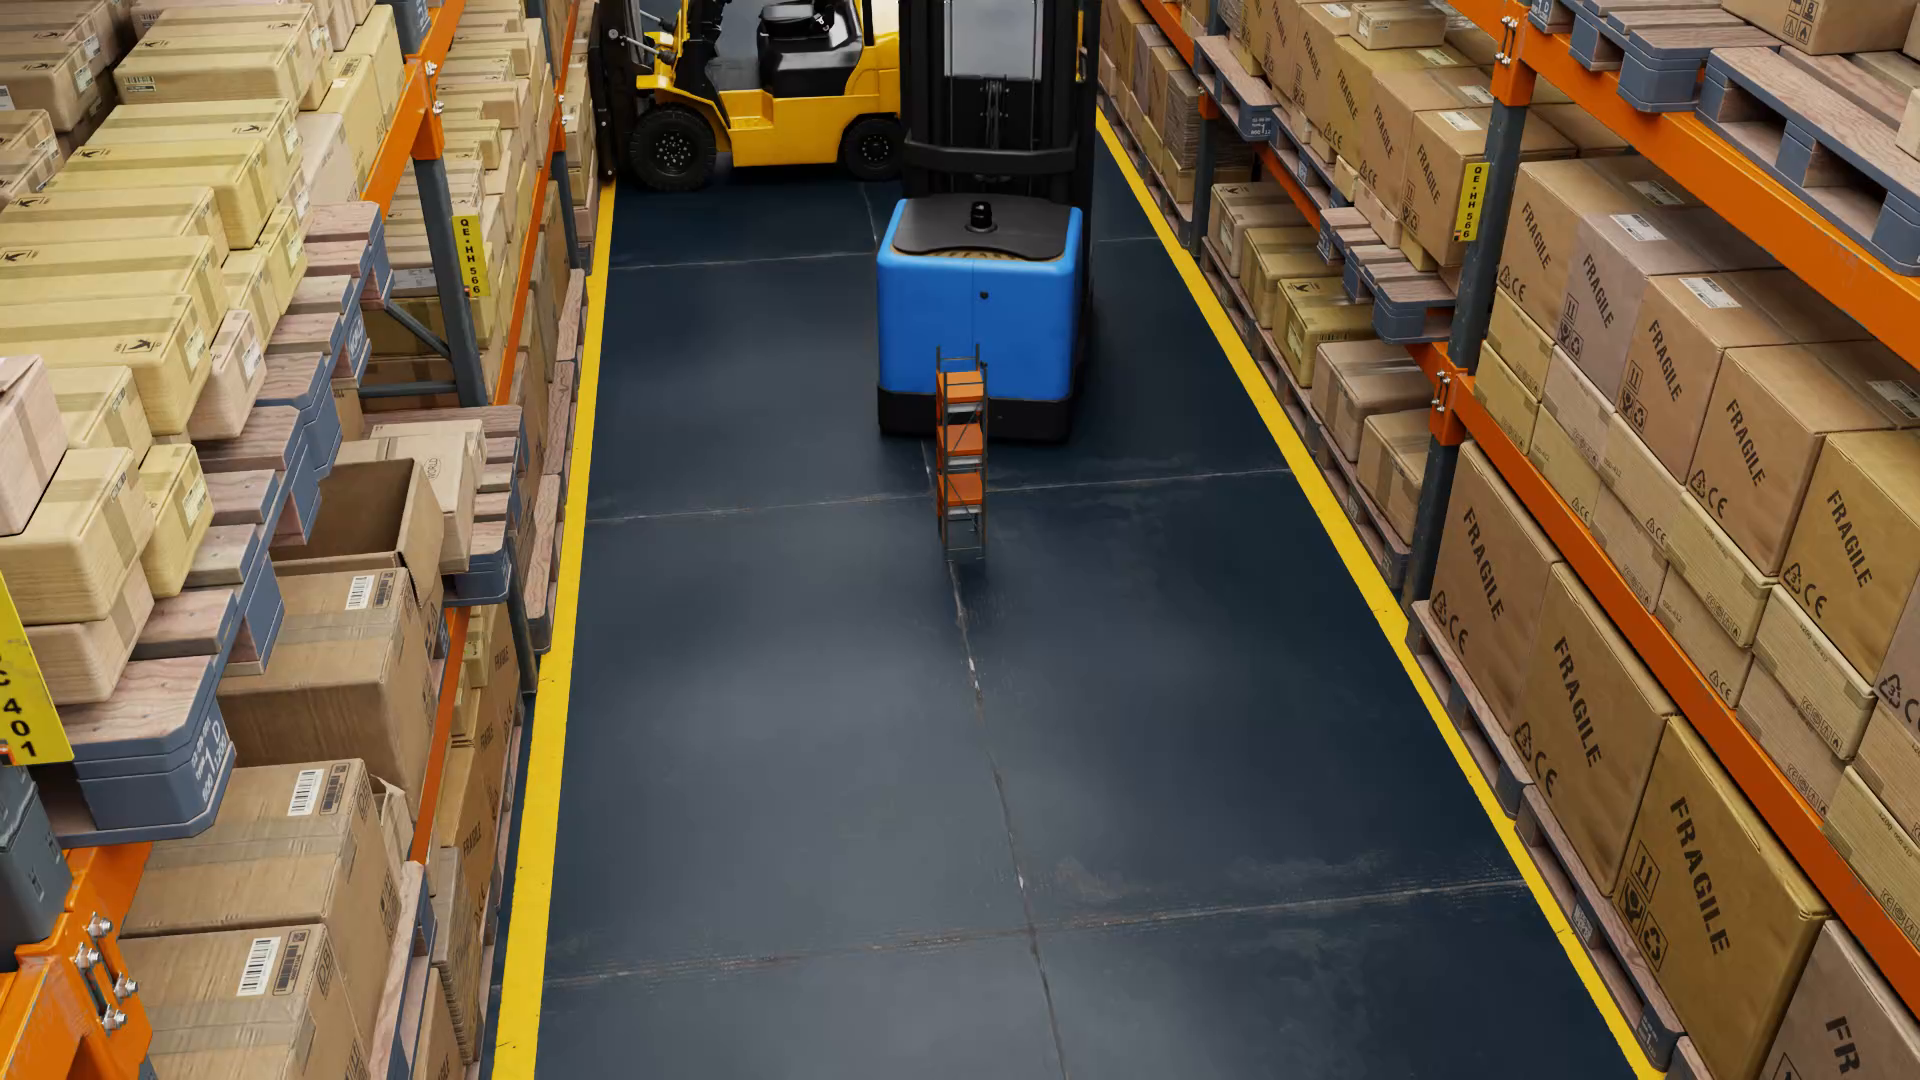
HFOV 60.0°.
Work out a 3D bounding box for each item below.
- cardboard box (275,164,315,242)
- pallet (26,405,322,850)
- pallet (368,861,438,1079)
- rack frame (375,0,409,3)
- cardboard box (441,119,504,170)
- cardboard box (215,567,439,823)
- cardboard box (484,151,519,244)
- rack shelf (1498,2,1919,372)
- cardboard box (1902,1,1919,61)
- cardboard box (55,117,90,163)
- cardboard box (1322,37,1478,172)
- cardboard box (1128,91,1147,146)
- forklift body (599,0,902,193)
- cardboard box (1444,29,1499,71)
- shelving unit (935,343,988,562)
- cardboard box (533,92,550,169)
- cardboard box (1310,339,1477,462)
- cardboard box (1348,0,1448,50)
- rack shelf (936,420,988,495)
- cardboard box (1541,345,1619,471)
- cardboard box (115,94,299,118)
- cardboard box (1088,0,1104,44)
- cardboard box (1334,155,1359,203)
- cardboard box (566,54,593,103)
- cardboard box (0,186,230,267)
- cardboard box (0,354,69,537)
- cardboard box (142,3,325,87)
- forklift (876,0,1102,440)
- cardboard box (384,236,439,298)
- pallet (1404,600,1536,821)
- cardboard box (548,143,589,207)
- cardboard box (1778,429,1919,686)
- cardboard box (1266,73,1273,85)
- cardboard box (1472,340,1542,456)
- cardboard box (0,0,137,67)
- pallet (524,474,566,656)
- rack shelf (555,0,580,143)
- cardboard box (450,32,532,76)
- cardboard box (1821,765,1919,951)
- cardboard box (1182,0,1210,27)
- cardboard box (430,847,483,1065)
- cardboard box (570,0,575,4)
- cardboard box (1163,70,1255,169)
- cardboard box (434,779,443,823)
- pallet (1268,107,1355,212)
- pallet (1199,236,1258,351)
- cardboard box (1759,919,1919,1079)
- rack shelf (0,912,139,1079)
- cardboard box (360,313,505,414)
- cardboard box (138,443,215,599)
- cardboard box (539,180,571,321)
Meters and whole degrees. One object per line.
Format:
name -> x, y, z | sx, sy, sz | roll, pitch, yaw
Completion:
cardboard box -> -1.692, -0.731, 3.757 | 0.380, 0.149, 0.250 | -4, 34, -5
pallet -> -1.832, 0.141, 2.883 | 1.213, 0.211, 1.003 | -4, 35, -6
pallet -> -1.813, 1.297, 3.853 | 1.003, 0.211, 1.213 | -4, 35, -6
rack frame -> -2.352, -3.039, 4.719 | 1.000, 3.000, 0.127 | -4, 35, -6
cardboard box -> -2.287, -1.789, 7.547 | 0.380, 0.149, 0.250 | -4, 34, -5
cardboard box -> -1.833, 0.443, 4.474 | 0.700, 0.500, 0.500 | -5, 35, -7
cardboard box -> -2.288, -1.544, 7.541 | 0.500, 0.250, 0.500 | -5, 35, -8
rack shelf -> 2.835, -0.764, 4.683 | 1.077, 0.370, 4.000 | -4, 35, -6
cardboard box -> 3.098, -1.553, 4.949 | 0.396, 0.266, 0.258 | -5, 35, -8
cardboard box -> -2.397, -0.968, 4.123 | 0.380, 0.149, 0.250 | -5, 35, -7
cardboard box -> 2.080, -2.078, 7.909 | 0.500, 0.500, 0.500 | -7, 35, -10
cardboard box -> 1.537, -3.097, 12.200 | 0.500, 0.250, 0.500 | -4, 34, -6
forklift body -> -1.365, -3.753, 11.848 | 2.313, 2.155, 1.214 | -4, 35, -6
cardboard box -> 2.580, -2.131, 7.987 | 0.500, 0.500, 0.500 | -4, 34, -6
shelving unit -> 0.007, -0.404, 7.911 | 0.215, 1.050, 0.252 | -4, 35, -6
cardboard box -> -2.490, -2.189, 8.931 | 0.500, 0.250, 0.500 | -5, 35, -7
cardboard box -> 2.393, -0.753, 8.652 | 0.950, 0.372, 0.625 | -5, 35, -7
cardboard box -> 2.066, -2.435, 7.858 | 0.380, 0.149, 0.250 | -6, 35, -9
rack shelf -> 0.007, -0.395, 7.916 | 0.215, 0.259, 0.240 | -4, 35, -6
cardboard box -> 2.458, -0.493, 5.999 | 0.500, 0.250, 0.500 | -4, 34, -5
cardboard box -> -1.979, -1.150, 4.389 | 0.380, 0.149, 0.250 | -4, 34, -6
cardboard box -> 1.328, -4.265, 13.248 | 0.500, 0.500, 0.500 | -5, 35, -8
cardboard box -> 2.026, -1.748, 8.001 | 0.380, 0.149, 0.250 | -4, 34, -6
cardboard box -> -2.781, -3.099, 11.315 | 0.500, 0.250, 0.500 | -3, 34, -5
cardboard box -> -1.671, -0.569, 3.255 | 0.380, 0.149, 0.250 | -4, 34, -6
cardboard box -> -1.509, -0.167, 2.297 | 0.396, 0.266, 0.258 | -5, 35, -7
cardboard box -> -1.874, -1.272, 4.305 | 0.380, 0.149, 0.250 | -5, 35, -7
forklift -> 0.241, -2.559, 9.402 | 1.130, 2.935, 3.031 | 4, 34, 6
cardboard box -> -2.103, -1.070, 6.491 | 0.380, 0.149, 0.250 | -3, 34, -5
pallet -> 2.597, 0.660, 7.094 | 1.003, 0.211, 1.213 | -4, 35, -6
cardboard box -> -2.649, -2.329, 10.629 | 0.500, 0.250, 0.500 | -5, 35, -7
cardboard box -> 2.669, 0.037, 4.556 | 0.500, 0.500, 0.500 | -3, 34, -5
cardboard box -> 1.928, -2.615, 9.274 | 0.380, 0.149, 0.250 | -2, 34, -3
cardboard box -> 2.383, -0.584, 6.576 | 0.500, 0.250, 0.500 | -5, 35, -7
cardboard box -> -2.453, -1.372, 4.450 | 0.380, 0.149, 0.250 | -3, 34, -5
pallet -> -2.424, 0.130, 7.872 | 1.003, 0.211, 1.213 | -4, 35, -6
rack shelf -> -3.159, -3.611, 11.524 | 1.077, 0.370, 4.000 | -4, 35, -6
cardboard box -> -2.424, -2.508, 8.601 | 0.380, 0.149, 0.250 | -5, 35, -8
cardboard box -> 2.726, 0.841, 4.486 | 0.500, 0.250, 0.500 | -5, 35, -7
cardboard box -> 1.722, -3.564, 10.463 | 0.500, 0.500, 0.500 | -5, 35, -8
cardboard box -> -1.864, 1.379, 5.409 | 0.500, 0.500, 0.500 | -6, 35, -8
cardboard box -> -2.893, -3.955, 11.301 | 0.500, 0.500, 0.500 | -4, 34, -6
cardboard box -> 1.683, -2.827, 11.138 | 0.500, 0.500, 0.500 | -5, 35, -7
cardboard box -> -1.951, 0.878, 5.569 | 0.380, 0.149, 0.250 | -5, 35, -7
pallet -> 2.259, -1.960, 8.633 | 1.003, 0.211, 1.213 | -4, 35, -6
pallet -> 2.134, -1.583, 10.386 | 1.003, 0.211, 1.213 | -4, 35, -6
cardboard box -> 2.941, 1.659, 4.666 | 0.875, 0.875, 0.875 | -3, 34, -5
rack shelf -> -1.545, 1.846, 0.853 | 1.077, 0.370, 4.000 | -4, 35, -6
cardboard box -> -2.170, -0.764, 6.841 | 0.500, 0.250, 0.500 | -4, 35, -6
cardboard box -> -1.461, -0.022, 2.717 | 0.380, 0.149, 0.250 | -4, 34, -6
cardboard box -> -2.809, -1.694, 9.808 | 0.875, 0.625, 0.625 | -3, 34, -4
